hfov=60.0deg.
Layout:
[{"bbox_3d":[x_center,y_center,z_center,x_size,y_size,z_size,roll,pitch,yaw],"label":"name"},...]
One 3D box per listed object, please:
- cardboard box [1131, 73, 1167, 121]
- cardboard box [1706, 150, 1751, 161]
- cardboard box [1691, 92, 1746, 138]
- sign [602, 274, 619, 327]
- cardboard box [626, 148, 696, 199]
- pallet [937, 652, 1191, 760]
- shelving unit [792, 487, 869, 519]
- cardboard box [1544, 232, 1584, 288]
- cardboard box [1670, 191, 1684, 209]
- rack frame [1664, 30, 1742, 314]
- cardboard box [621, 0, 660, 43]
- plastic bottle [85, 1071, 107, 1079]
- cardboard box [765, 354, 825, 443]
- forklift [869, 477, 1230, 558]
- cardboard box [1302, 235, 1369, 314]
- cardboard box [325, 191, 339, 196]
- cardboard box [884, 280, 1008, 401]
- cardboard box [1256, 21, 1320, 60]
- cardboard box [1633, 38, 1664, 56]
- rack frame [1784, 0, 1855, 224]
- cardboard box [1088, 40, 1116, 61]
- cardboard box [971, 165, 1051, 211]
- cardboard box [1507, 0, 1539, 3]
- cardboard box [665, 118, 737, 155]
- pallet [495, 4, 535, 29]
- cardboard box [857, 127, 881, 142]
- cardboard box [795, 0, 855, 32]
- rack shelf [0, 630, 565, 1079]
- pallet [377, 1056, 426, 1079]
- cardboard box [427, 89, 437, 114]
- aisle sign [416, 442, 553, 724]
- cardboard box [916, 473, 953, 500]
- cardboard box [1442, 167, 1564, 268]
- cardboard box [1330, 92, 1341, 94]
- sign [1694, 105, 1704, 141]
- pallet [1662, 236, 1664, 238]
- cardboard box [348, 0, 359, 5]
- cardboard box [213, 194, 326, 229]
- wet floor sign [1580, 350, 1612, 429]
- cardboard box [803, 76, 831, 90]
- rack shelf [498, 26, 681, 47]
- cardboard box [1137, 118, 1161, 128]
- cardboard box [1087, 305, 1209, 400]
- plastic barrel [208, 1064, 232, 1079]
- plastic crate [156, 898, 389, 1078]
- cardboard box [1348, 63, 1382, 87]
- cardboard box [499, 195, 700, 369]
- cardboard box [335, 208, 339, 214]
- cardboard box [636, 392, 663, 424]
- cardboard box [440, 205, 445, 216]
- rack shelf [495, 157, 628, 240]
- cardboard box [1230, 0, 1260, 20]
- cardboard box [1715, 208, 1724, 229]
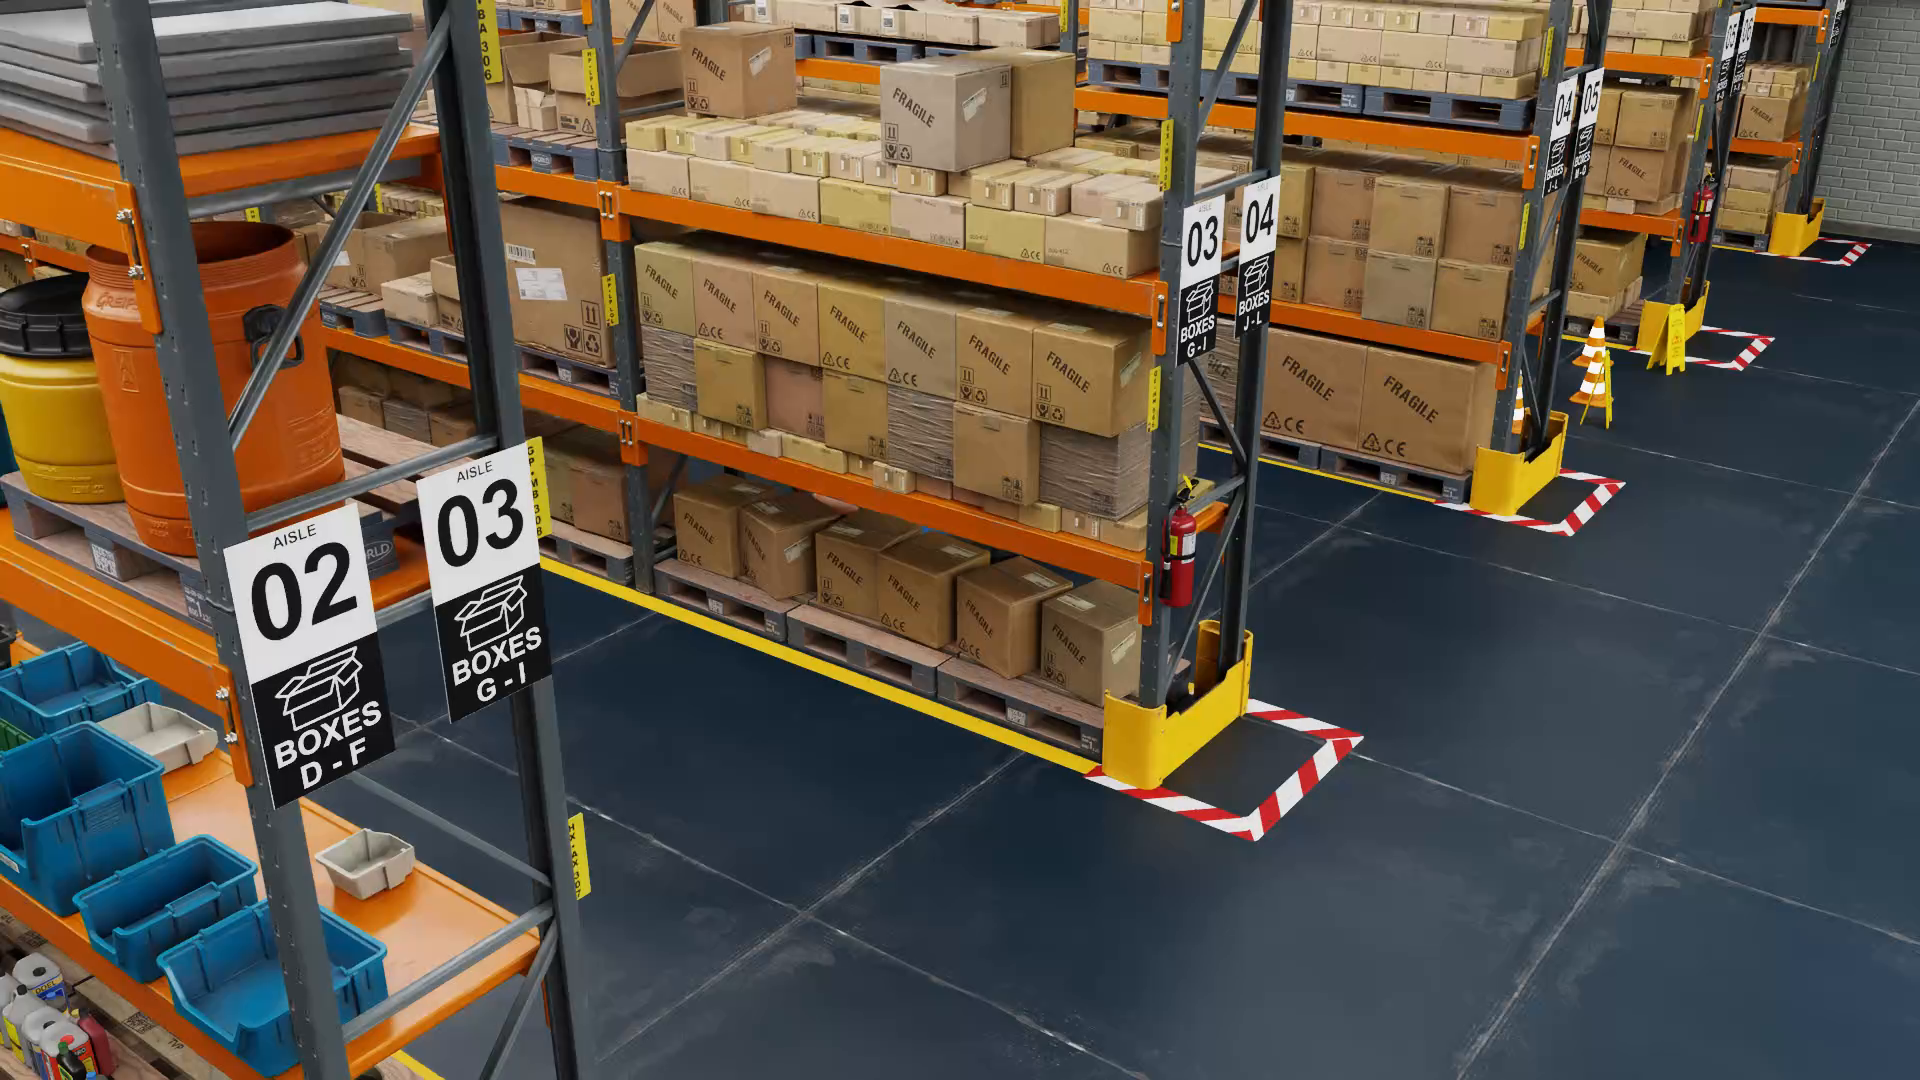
[{"bbox_3d":[2.326,-5.149,19.203,0.500,0.500,0.500,16,28,31],"label":"cardboard box"},{"bbox_3d":[9.561,-4.689,20.820,0.500,0.250,0.500,17,29,33],"label":"cardboard box"},{"bbox_3d":[9.273,-5.209,20.227,0.500,0.500,0.500,18,29,35],"label":"cardboard box"},{"bbox_3d":[-2.214,-1.518,10.538,0.005,0.325,0.100,17,29,33],"label":"sign"},{"bbox_3d":[-1.678,-2.280,10.171,0.500,0.250,0.500,16,28,31],"label":"cardboard box"},{"bbox_3d":[0.627,0.849,10.060,1.213,0.211,1.003,17,29,33],"label":"pallet"},{"bbox_3d":[-0.827,-0.262,11.353,0.503,1.200,0.258,6,42,27],"label":"shelving unit"},{"bbox_3d":[6.043,-2.910,17.093,0.500,0.500,0.500,18,30,35],"label":"cardboard box"},{"bbox_3d":[7.112,-3.432,16.630,0.250,0.149,0.380,17,29,33],"label":"cardboard box"},{"bbox_3d":[7.260,-3.398,16.241,0.127,3.000,1.000,17,29,33],"label":"rack frame"},{"bbox_3d":[-3.047,-5.302,16.719,0.500,0.500,0.500,17,29,33],"label":"cardboard box"},{"bbox_3d":[-3.386,2.174,6.520,0.097,0.201,0.097,0,24,0],"label":"plastic bottle"},{"bbox_3d":[-0.722,-1.000,10.307,0.500,0.500,0.875,17,29,33],"label":"cardboard box"},{"bbox_3d":[0.566,-1.450,11.906,3.031,2.935,1.130,-11,26,-23],"label":"forklift"},{"bbox_3d":[3.222,-2.222,13.387,0.550,0.550,0.875,17,29,33],"label":"cardboard box"},{"bbox_3d":[-7.798,-4.439,20.881,0.250,0.149,0.380,17,29,33],"label":"cardboard box"},{"bbox_3d":[-0.074,-1.134,9.370,0.500,0.500,0.500,17,29,33],"label":"cardboard box"},{"bbox_3d":[2.609,-3.848,12.714,0.500,0.250,0.500,17,29,34],"label":"cardboard box"},{"bbox_3d":[6.588,-4.701,15.791,0.250,0.149,0.380,17,29,34],"label":"cardboard box"},{"bbox_3d":[10.234,-5.000,19.878,0.127,3.000,1.000,17,29,33],"label":"rack frame"},{"bbox_3d":[1.259,-4.041,13.649,0.250,0.149,0.380,16,29,32],"label":"cardboard box"},{"bbox_3d":[0.270,-1.838,8.673,0.250,0.149,0.380,17,29,34],"label":"cardboard box"},{"bbox_3d":[5.565,-5.367,16.313,0.250,0.149,0.380,18,29,35],"label":"cardboard box"},{"bbox_3d":[-1.555,-2.434,10.025,0.250,0.149,0.380,15,28,31],"label":"cardboard box"},{"bbox_3d":[-4.800,-5.781,18.163,1.003,0.211,1.213,17,29,33],"label":"pallet"},{"bbox_3d":[-0.393,-2.352,9.839,0.250,0.149,0.380,18,30,36],"label":"cardboard box"},{"bbox_3d":[-1.181,-4.886,15.439,0.500,0.250,0.500,18,29,35],"label":"cardboard box"},{"bbox_3d":[-3.254,1.243,6.601,4.000,0.370,1.077,17,29,33],"label":"rack shelf"},{"bbox_3d":[-2.390,2.472,6.377,1.213,0.211,1.003,17,29,33],"label":"pallet"},{"bbox_3d":[-3.445,-3.047,11.493,0.250,0.166,0.380,16,28,32],"label":"cardboard box"},{"bbox_3d":[-1.421,0.131,5.009,0.004,0.787,0.394,17,29,33],"label":"aisle sign"},{"bbox_3d":[-0.045,-0.385,9.715,0.250,0.149,0.380,17,29,33],"label":"cardboard box"},{"bbox_3d":[4.098,-2.441,12.545,0.550,0.550,0.875,17,29,33],"label":"cardboard box"},{"bbox_3d":[4.281,-4.828,17.755,0.500,0.500,0.700,16,29,33],"label":"cardboard box"},{"bbox_3d":[6.911,-3.898,15.549,0.005,0.325,0.100,17,29,33],"label":"sign"},{"bbox_3d":[8.625,-4.191,21.499,1.213,0.211,1.003,17,29,33],"label":"pallet"},{"bbox_3d":[-6.980,-6.381,19.478,0.500,0.250,0.500,17,29,33],"label":"cardboard box"},{"bbox_3d":[-5.660,-2.822,13.566,0.637,0.503,0.797,18,29,35],"label":"cardboard box"},{"bbox_3d":[5.583,-1.331,14.470,0.232,0.644,0.267,12,26,24],"label":"wet floor sign"},{"bbox_3d":[-1.725,-6.145,22.043,0.500,0.250,0.500,17,29,34],"label":"cardboard box"},{"bbox_3d":[-3.630,-5.238,17.590,4.000,0.370,1.077,17,29,33],"label":"rack shelf"},{"bbox_3d":[2.271,-4.864,19.361,0.250,0.149,0.380,18,29,35],"label":"cardboard box"},{"bbox_3d":[1.040,-1.061,9.204,0.500,0.500,0.500,17,29,33],"label":"cardboard box"},{"bbox_3d":[-2.627,2.088,6.355,0.421,0.512,0.421,0,24,0],"label":"plastic barrel"},{"bbox_3d":[-2.234,1.441,5.443,0.616,0.251,0.499,17,29,33],"label":"plastic crate"},{"bbox_3d":[3.088,-3.489,12.395,0.250,0.149,0.380,16,29,33],"label":"cardboard box"},{"bbox_3d":[-2.436,-1.872,11.513,1.000,1.000,1.000,17,29,34],"label":"cardboard box"},{"bbox_3d":[-7.603,-4.111,20.875,0.250,0.149,0.380,17,29,34],"label":"cardboard box"},{"bbox_3d":[-1.893,-0.904,10.892,0.250,0.149,0.380,17,29,33],"label":"cardboard box"},{"bbox_3d":[-5.899,-3.889,19.633,0.250,0.149,0.380,17,29,34],"label":"cardboard box"},{"bbox_3d":[-3.485,-2.695,11.818,4.000,0.370,1.077,17,29,33],"label":"rack shelf"},{"bbox_3d":[2.278,-4.099,12.791,0.250,0.149,0.380,17,29,33],"label":"cardboard box"},{"bbox_3d":[9.276,-4.069,20.654,0.500,0.250,0.500,17,29,33],"label":"cardboard box"}]
